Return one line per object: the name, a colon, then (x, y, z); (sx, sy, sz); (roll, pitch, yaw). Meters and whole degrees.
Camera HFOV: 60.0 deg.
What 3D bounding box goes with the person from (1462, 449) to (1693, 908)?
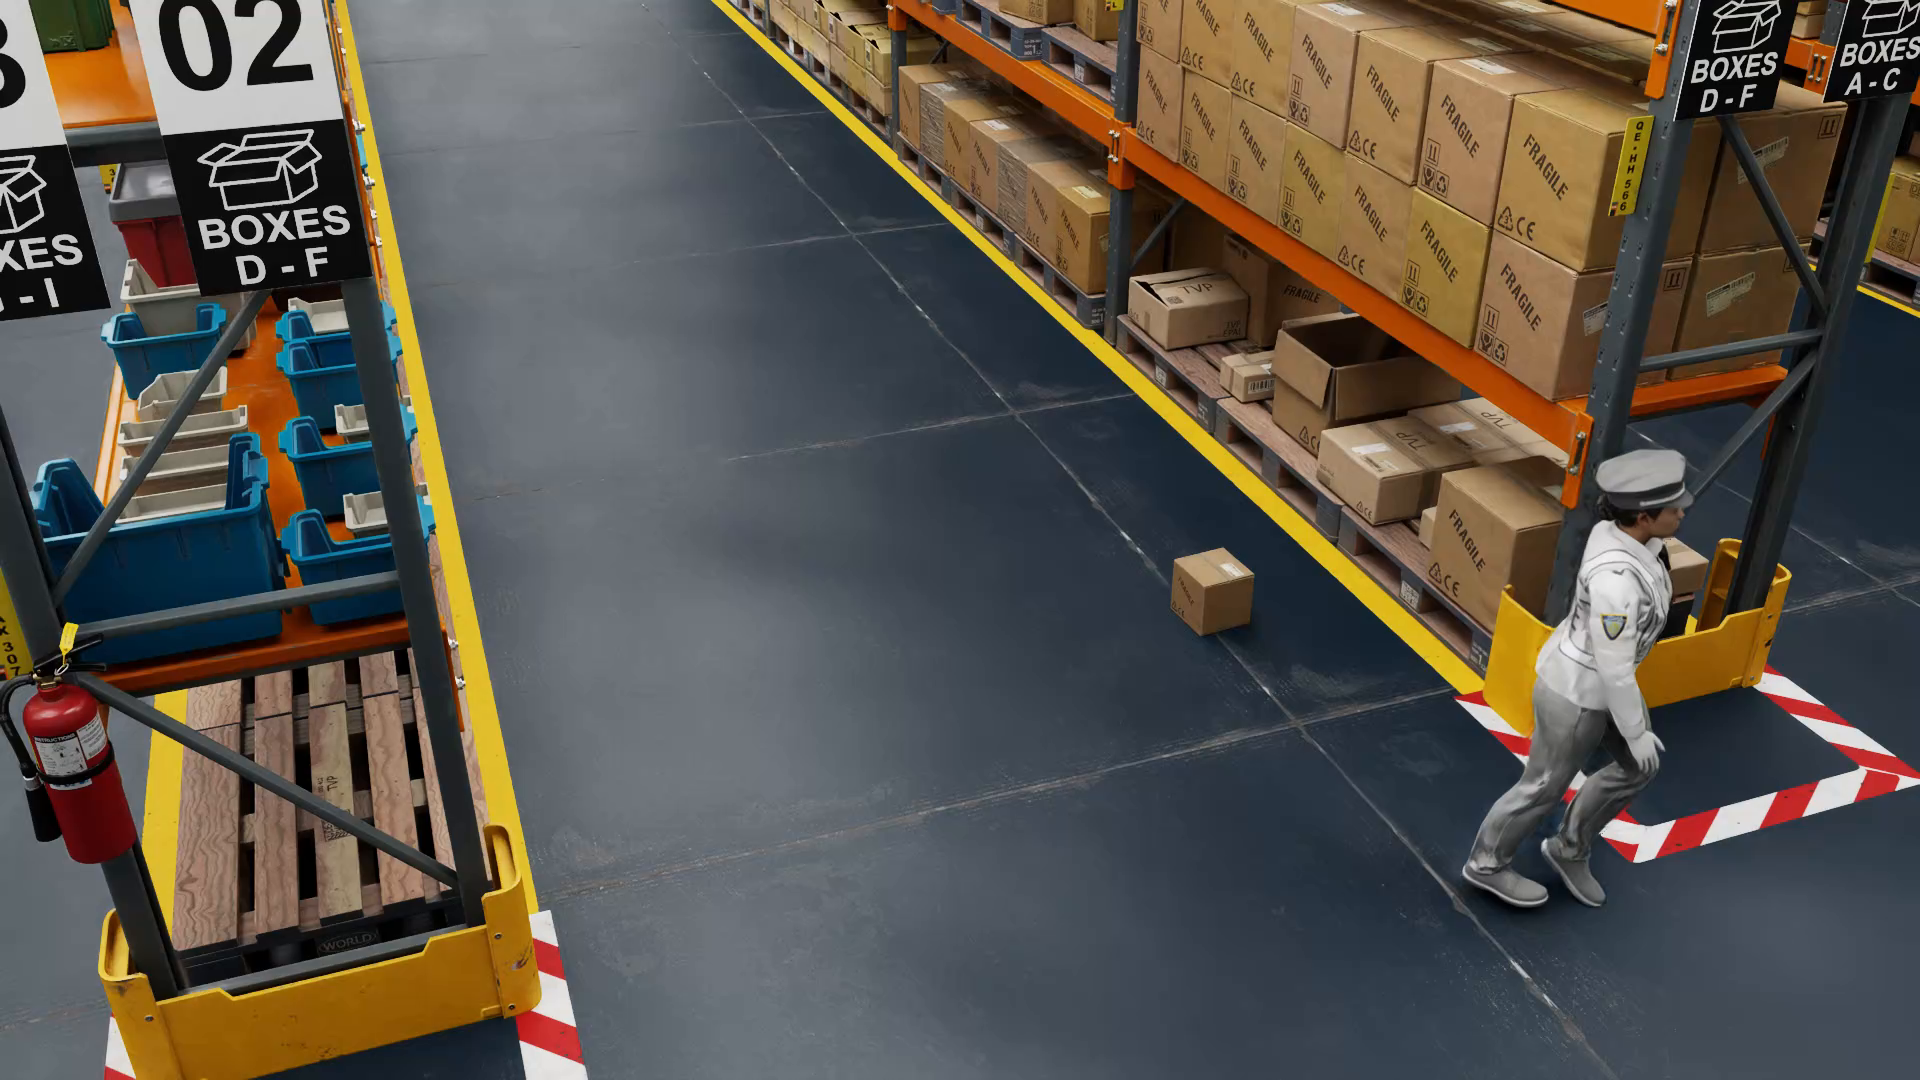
person: (1.988, 0.483, 5.264); (0.532, 1.717, 0.536); (12, 32, 19)
